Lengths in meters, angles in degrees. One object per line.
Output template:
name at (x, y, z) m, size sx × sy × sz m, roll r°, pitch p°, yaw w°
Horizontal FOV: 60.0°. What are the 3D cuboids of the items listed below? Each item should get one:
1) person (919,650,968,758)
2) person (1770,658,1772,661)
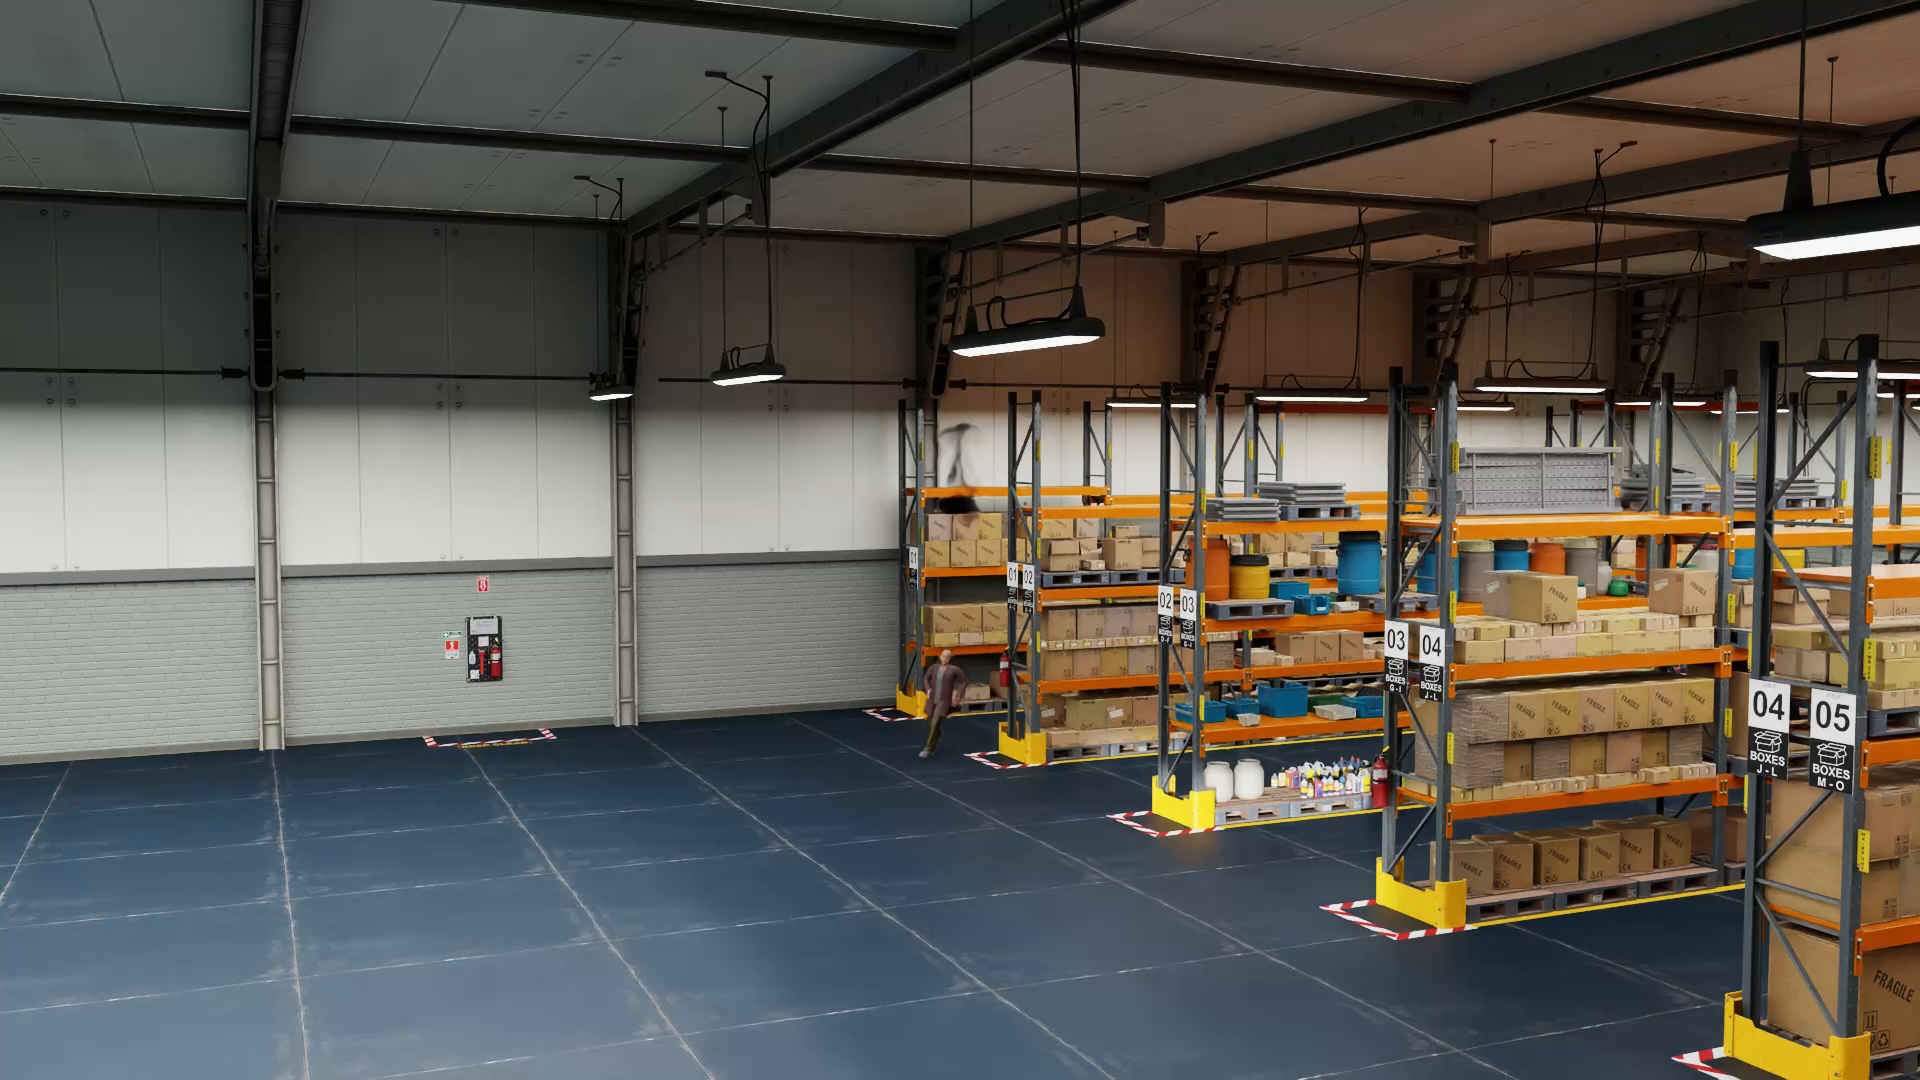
person at (-0.274, 2.677, 27.446) m, size 0.775 × 1.745 × 0.922 m, roll 1°, pitch 4°, yaw 24°
person at (14.500, 2.532, 29.416) m, size 0.959 × 1.795 × 0.650 m, roll -2°, pitch 4°, yaw -27°
